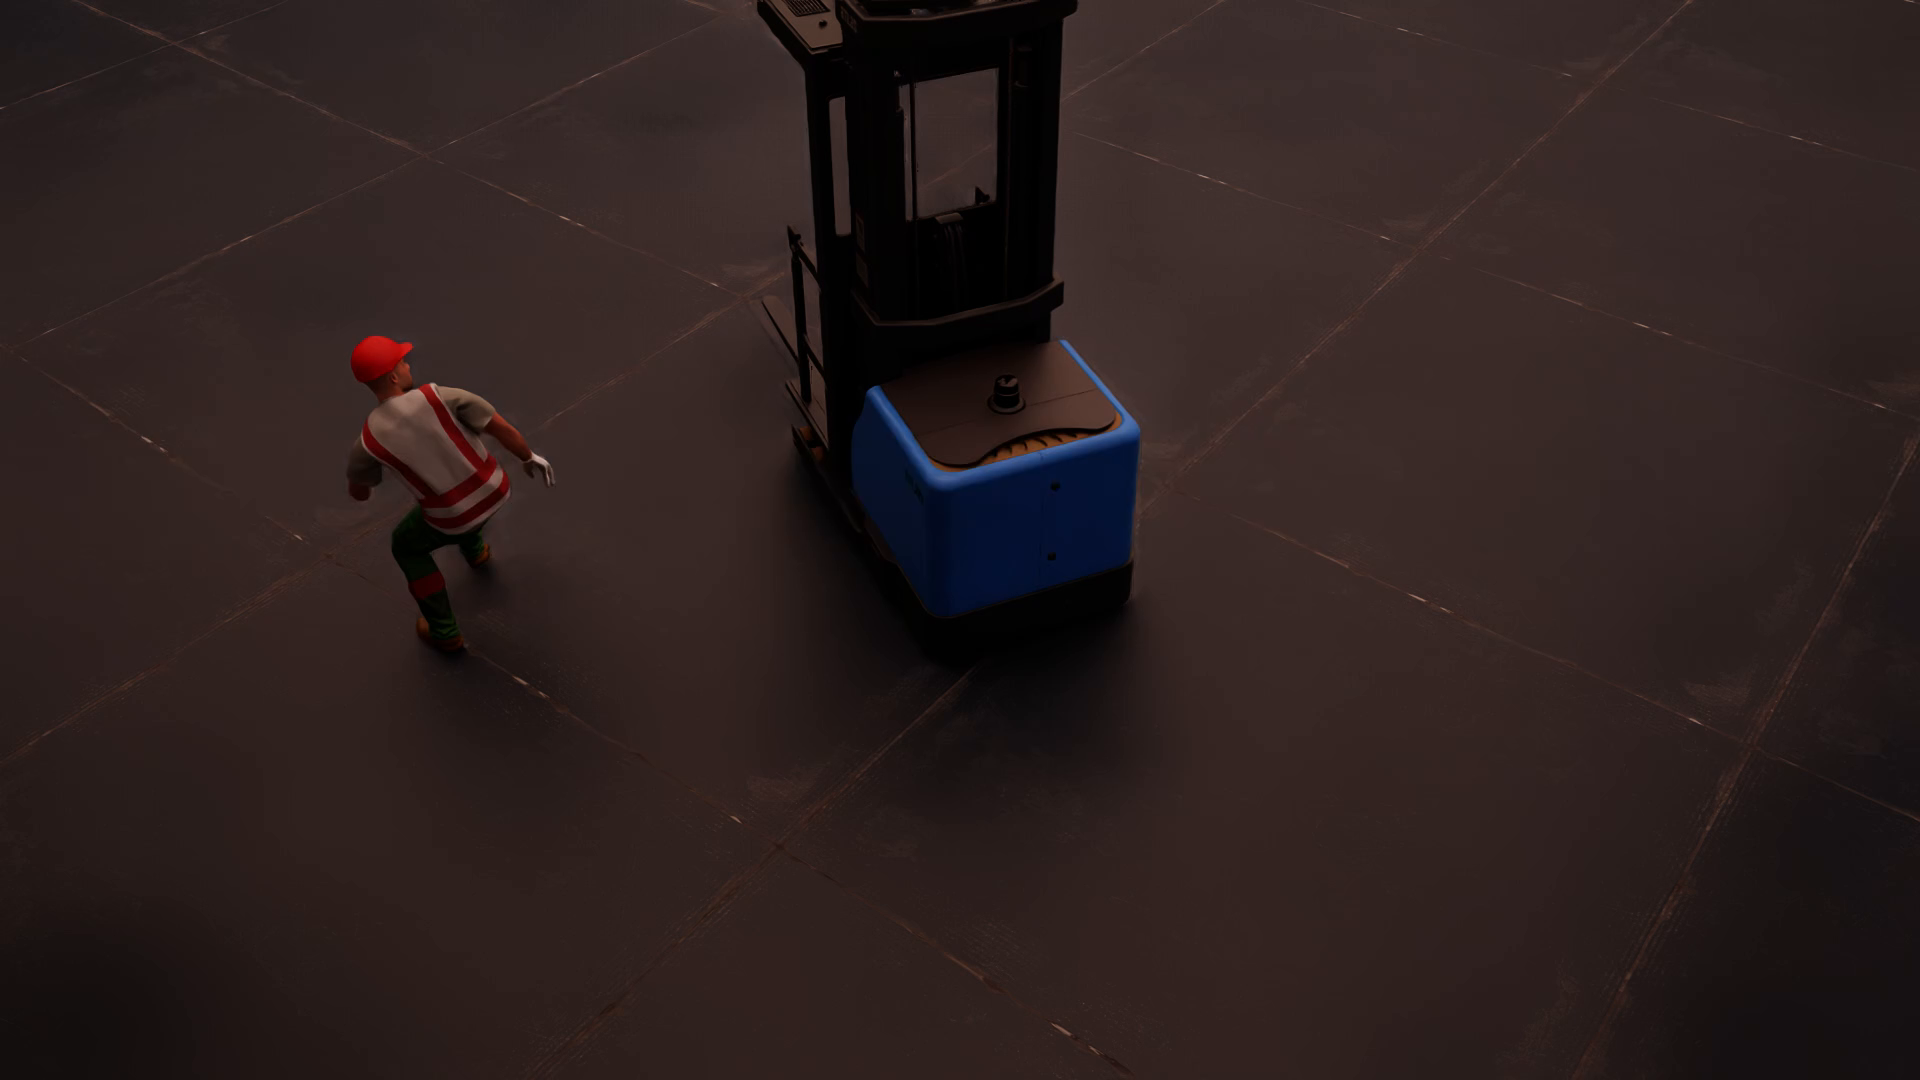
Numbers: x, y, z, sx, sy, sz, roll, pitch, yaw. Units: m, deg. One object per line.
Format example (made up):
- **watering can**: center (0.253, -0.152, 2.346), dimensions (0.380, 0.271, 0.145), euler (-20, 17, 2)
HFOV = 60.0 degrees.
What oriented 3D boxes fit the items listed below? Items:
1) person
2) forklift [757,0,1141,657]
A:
- **person**: center (-2.345, -0.287, 7.497), dimensions (0.789, 1.554, 0.725), euler (-31, 49, -31)
- **forklift**: center (-0.237, -1.542, 7.883), dimensions (1.130, 2.935, 3.031), euler (-16, 43, -18)
